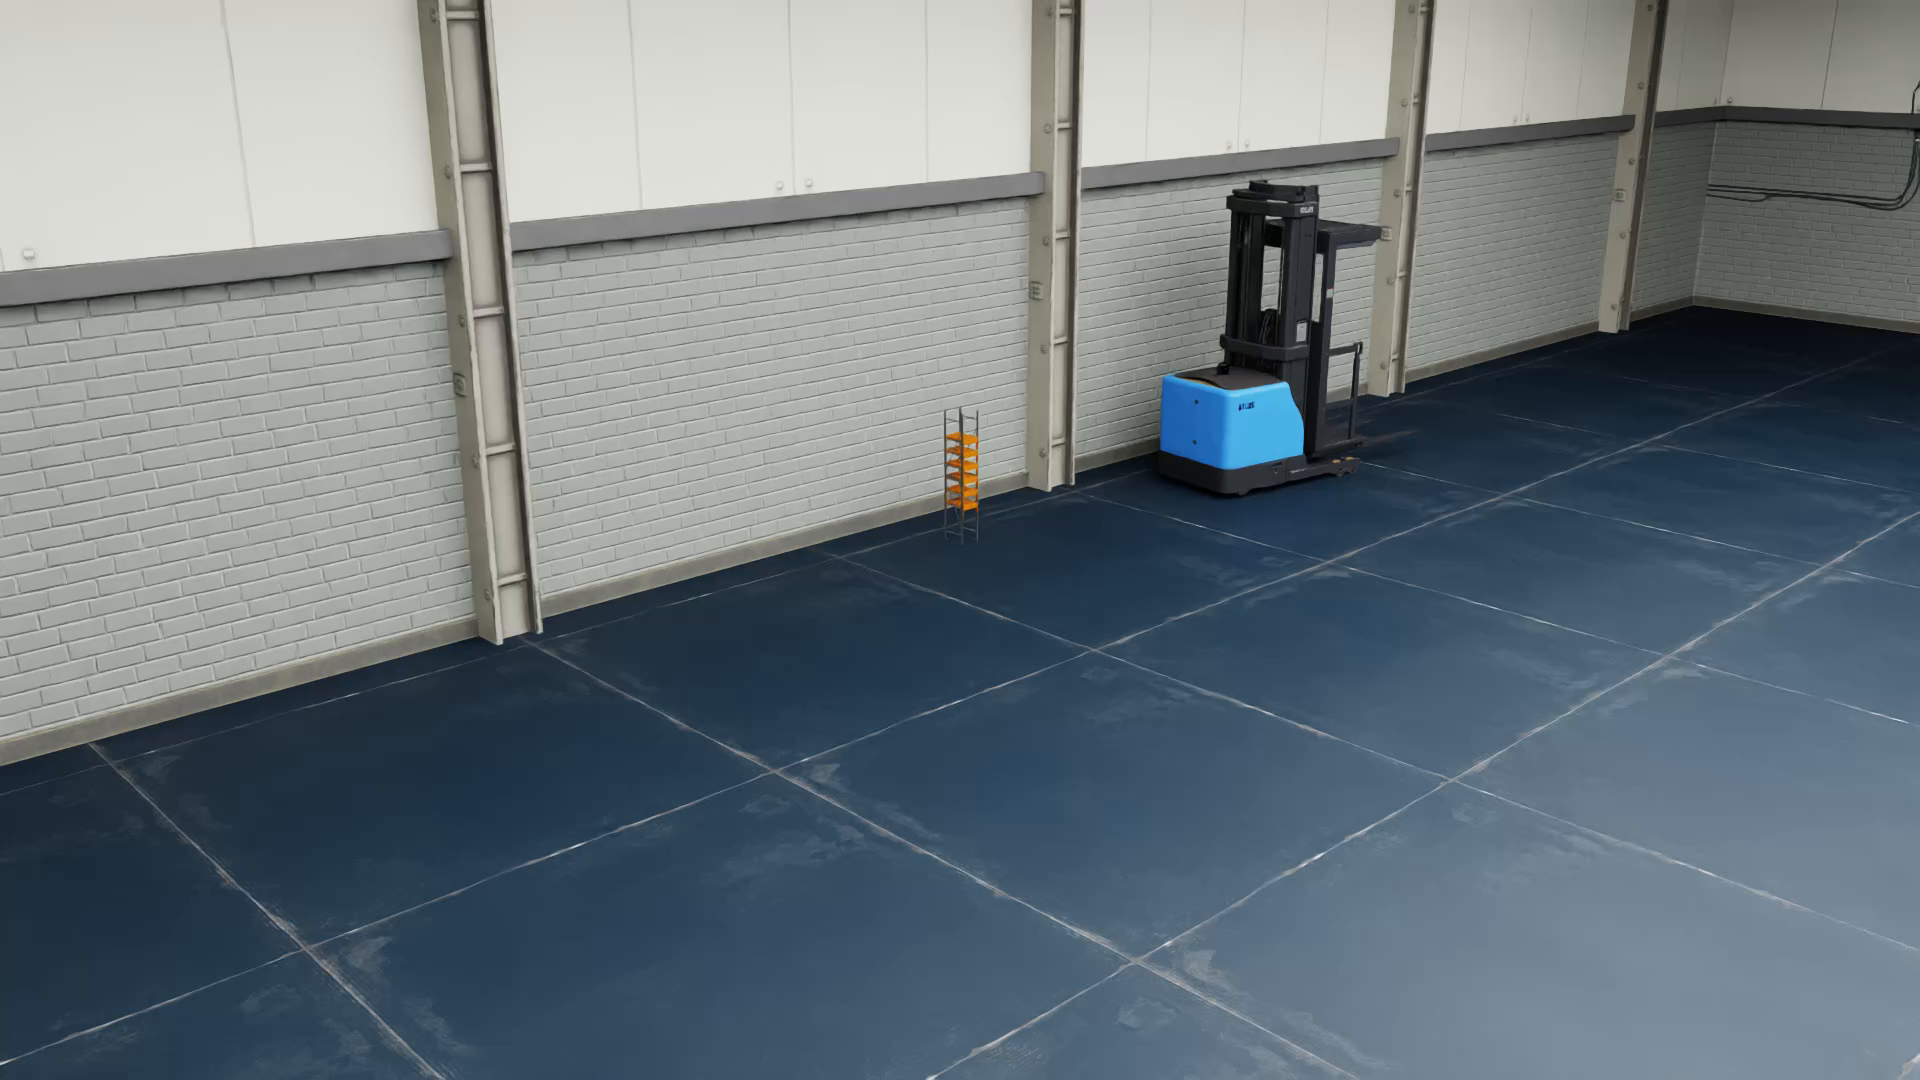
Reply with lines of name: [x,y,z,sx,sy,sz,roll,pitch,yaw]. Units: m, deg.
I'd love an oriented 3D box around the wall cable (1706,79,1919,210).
wall cable: [12.675,-6.228,24.638,0.112,2.526,3.097,-16,24,-41]

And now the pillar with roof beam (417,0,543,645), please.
pillar with roof beam: [-0.495,-2.598,8.408,0.400,9.000,9.100,-16,24,-41]

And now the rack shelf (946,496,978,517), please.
rack shelf: [0.011,-0.303,14.897,0.180,0.103,0.258,-16,24,-41]

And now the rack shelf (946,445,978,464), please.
rack shelf: [0.011,-0.760,14.749,0.180,0.103,0.258,-16,24,-41]

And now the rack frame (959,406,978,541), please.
rack frame: [0.077,-0.593,14.869,0.006,1.200,0.240,-16,24,-41]

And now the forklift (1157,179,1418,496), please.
forklift: [3.500,-2.165,16.909,3.031,2.935,1.130,-12,22,-34]

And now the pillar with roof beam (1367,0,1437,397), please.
pillar with roof beam: [8.224,-5.141,16.251,0.400,9.000,9.100,-16,24,-41]

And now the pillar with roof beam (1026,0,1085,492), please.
pillar with roof beam: [3.864,-3.870,12.330,0.400,9.000,9.100,-16,24,-41]

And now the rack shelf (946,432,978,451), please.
rack shelf: [0.010,-0.874,14.712,0.180,0.103,0.258,-16,24,-41]

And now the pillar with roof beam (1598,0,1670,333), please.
pillar with roof beam: [12.584,-6.413,20.172,0.400,9.000,9.100,-16,24,-41]

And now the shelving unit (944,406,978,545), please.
shelving unit: [0.011,-0.574,14.809,0.189,1.200,0.258,-16,24,-41]

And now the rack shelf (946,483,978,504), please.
rack shelf: [0.011,-0.417,14.860,0.180,0.103,0.258,-16,24,-41]

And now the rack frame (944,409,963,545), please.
rack frame: [-0.056,-0.554,14.749,0.006,1.200,0.240,-16,24,-41]

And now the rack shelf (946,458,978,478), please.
rack shelf: [0.011,-0.646,14.786,0.180,0.103,0.258,-16,24,-41]

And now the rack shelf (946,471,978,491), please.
rack shelf: [0.011,-0.532,14.823,0.180,0.103,0.258,-16,24,-41]
